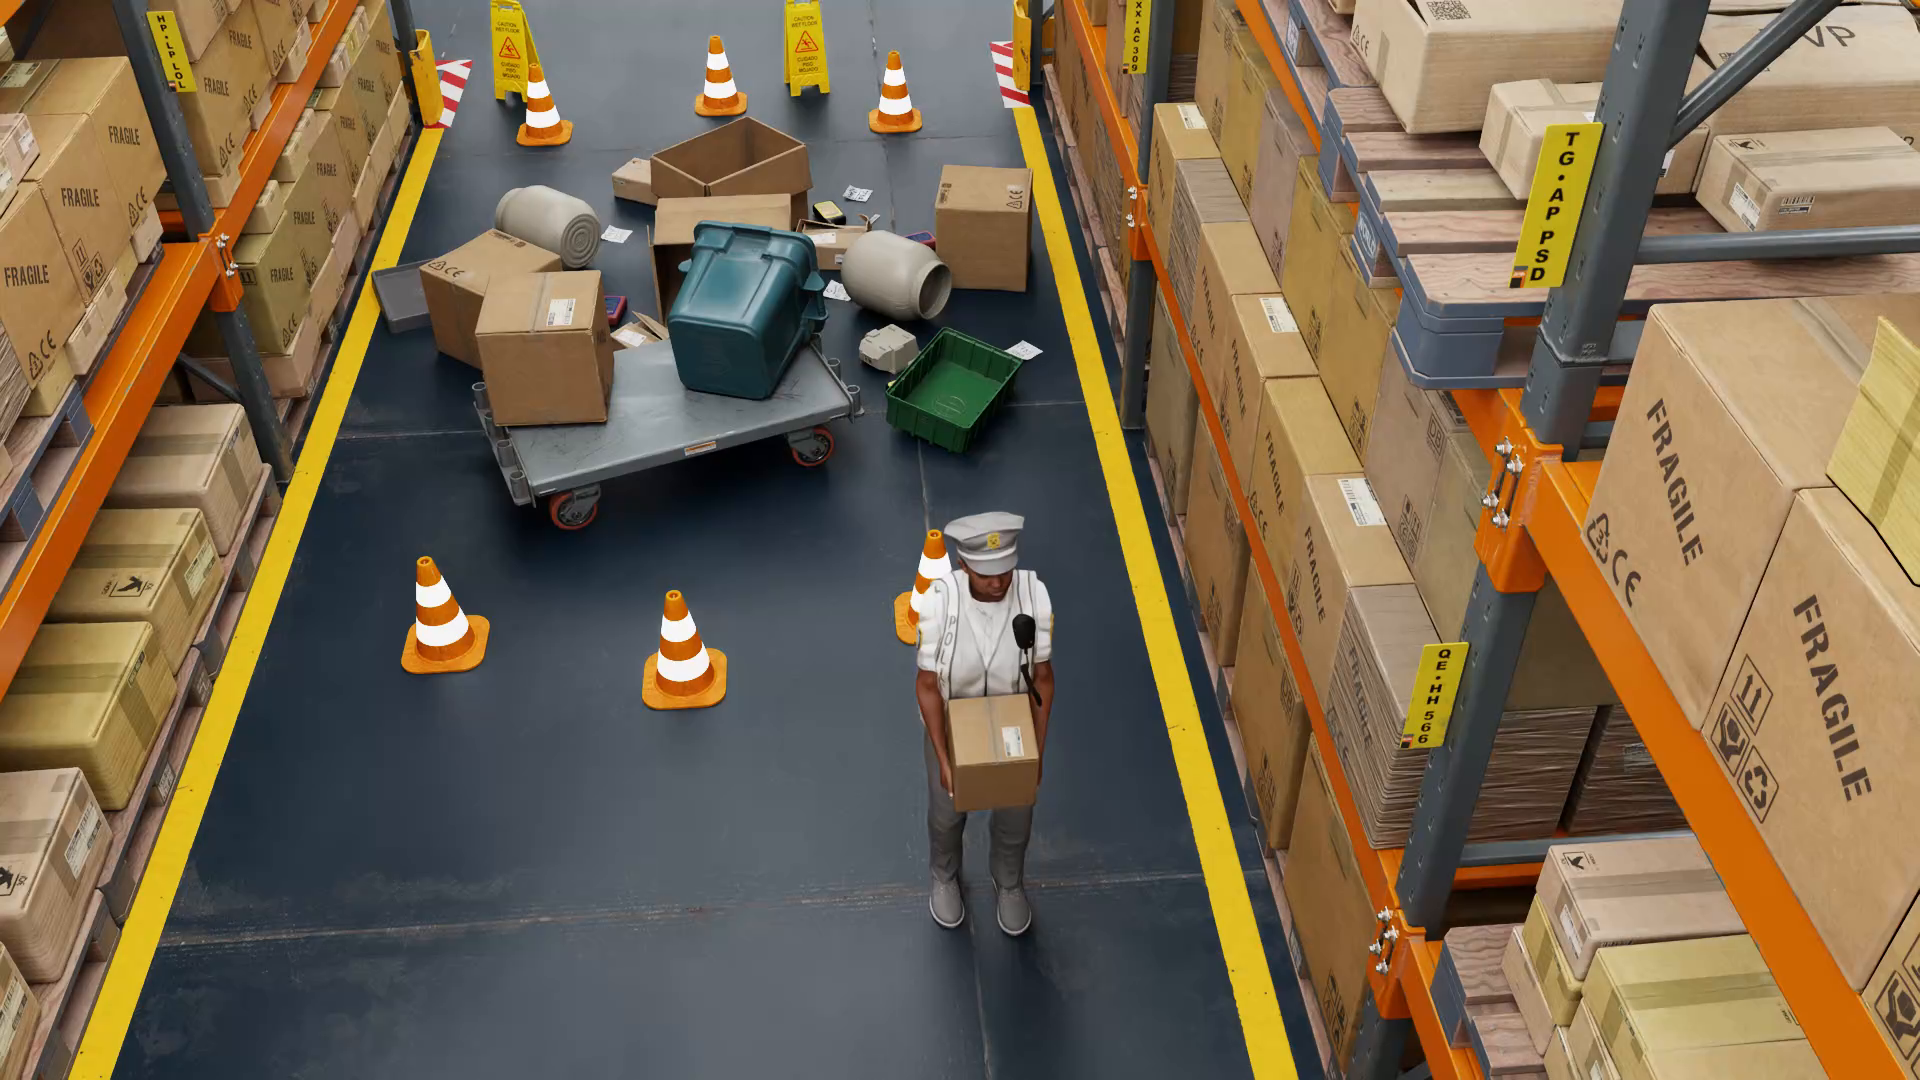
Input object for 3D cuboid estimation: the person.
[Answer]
[{"bbox_3d":[0.082,0.644,5.353,0.441,1.692,0.513,-4,40,-5],"label":"person"}]
